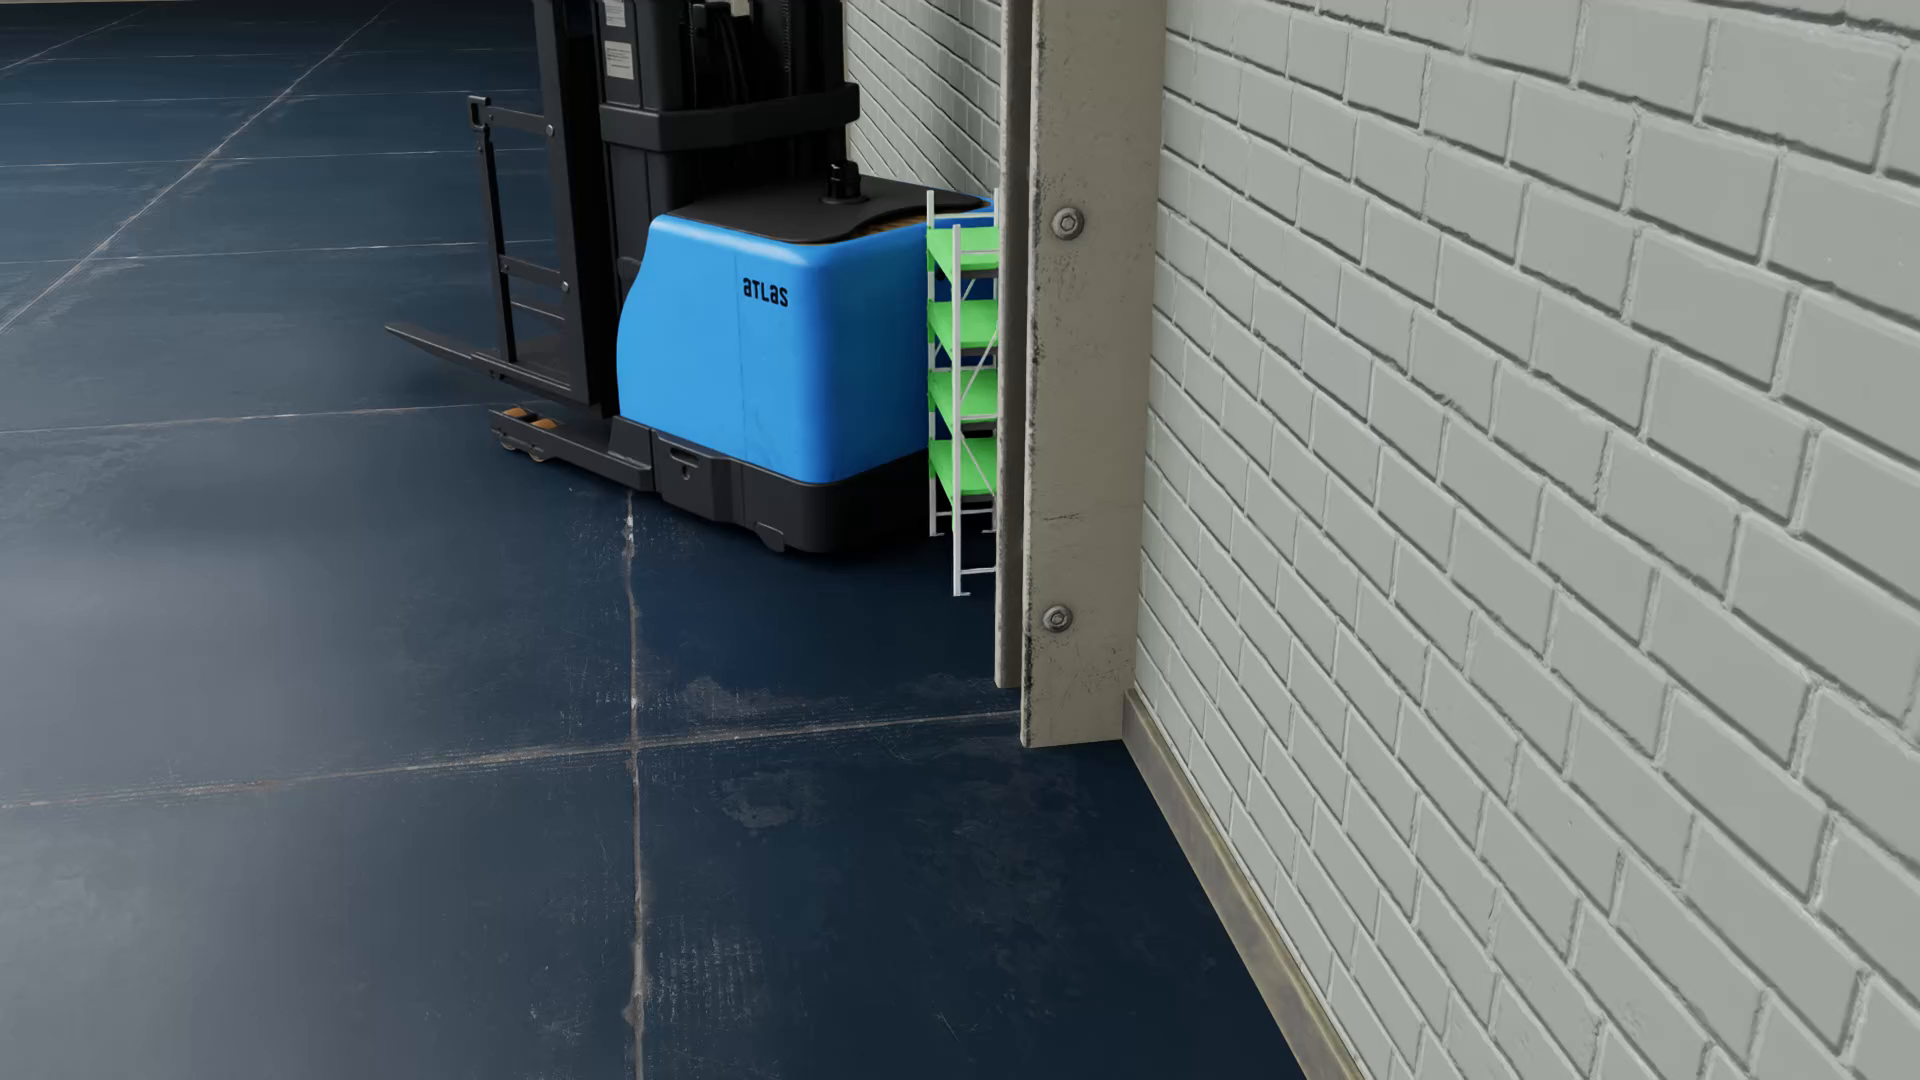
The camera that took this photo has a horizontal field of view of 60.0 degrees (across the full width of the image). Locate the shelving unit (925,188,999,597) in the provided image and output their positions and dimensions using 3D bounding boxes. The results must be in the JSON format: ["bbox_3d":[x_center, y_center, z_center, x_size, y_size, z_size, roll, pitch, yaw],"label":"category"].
[{"bbox_3d":[0.056,-0.474,5.337,0.258,1.200,0.503,-4,24,-9],"label":"shelving unit"}]

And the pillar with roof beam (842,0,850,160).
[{"bbox_3d":[-5.052,-5.695,7.547,9.100,9.000,0.400,-4,24,-10],"label":"pillar with roof beam"}]

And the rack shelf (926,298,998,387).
[{"bbox_3d":[0.056,-0.636,5.267,0.258,0.148,0.480,-4,24,-9],"label":"rack shelf"}]

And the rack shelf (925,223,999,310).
[{"bbox_3d":[0.056,-0.856,5.171,0.258,0.148,0.480,-4,24,-9],"label":"rack shelf"}]

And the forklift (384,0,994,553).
[{"bbox_3d":[-1.215,-1.780,6.163,3.031,2.935,1.130,20,31,38],"label":"forklift"}]

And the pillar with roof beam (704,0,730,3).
[{"bbox_3d":[-7.271,-10.415,18.354,9.100,9.000,0.400,-4,24,-10],"label":"pillar with roof beam"}]

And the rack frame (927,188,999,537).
[{"bbox_3d":[0.014,-0.571,5.557,0.240,1.200,0.015,-4,24,-9],"label":"rack frame"}]

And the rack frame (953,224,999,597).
[{"bbox_3d":[0.099,-0.378,5.117,0.240,1.200,0.015,-4,24,-9],"label":"rack frame"}]

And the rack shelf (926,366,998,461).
[{"bbox_3d":[0.056,-0.416,5.363,0.258,0.148,0.480,-4,24,-9],"label":"rack shelf"}]

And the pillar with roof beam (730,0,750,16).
[{"bbox_3d":[-6.162,-8.055,12.950,9.100,9.000,0.400,-4,24,-10],"label":"pillar with roof beam"}]

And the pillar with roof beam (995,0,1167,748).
[{"bbox_3d":[-3.943,-3.335,2.143,9.100,9.000,0.400,-4,24,-10],"label":"pillar with roof beam"}]

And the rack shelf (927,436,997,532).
[{"bbox_3d":[0.056,-0.196,5.459,0.258,0.148,0.480,-4,24,-9],"label":"rack shelf"}]
